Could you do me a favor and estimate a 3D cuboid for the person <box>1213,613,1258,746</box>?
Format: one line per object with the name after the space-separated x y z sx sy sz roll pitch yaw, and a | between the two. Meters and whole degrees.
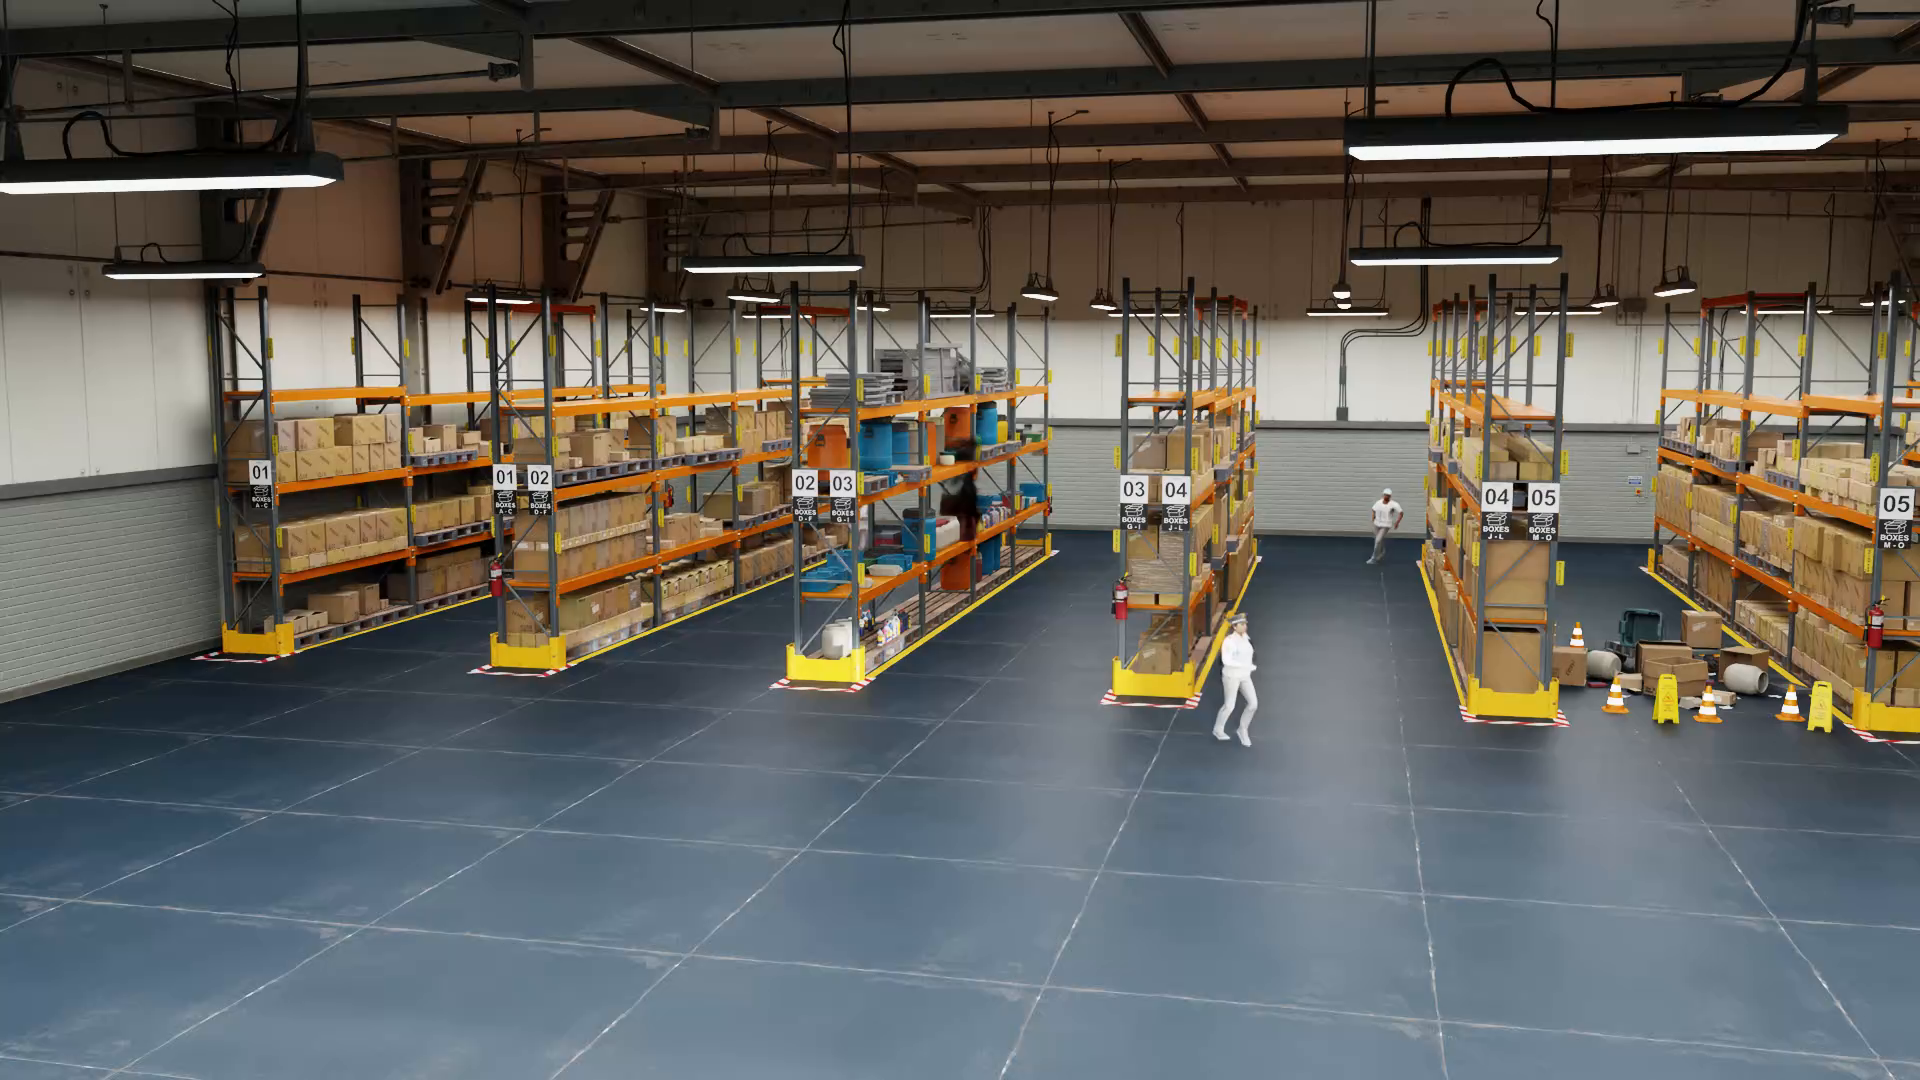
3.525 1.772 21.045 0.627 1.748 0.708 -5 8 -37 | person

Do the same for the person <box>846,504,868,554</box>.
-2.221 -0.218 36.435 0.628 1.809 0.705 0 7 3 | person

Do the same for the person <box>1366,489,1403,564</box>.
9.889 -0.328 38.754 0.894 1.750 0.768 -6 9 -43 | person
